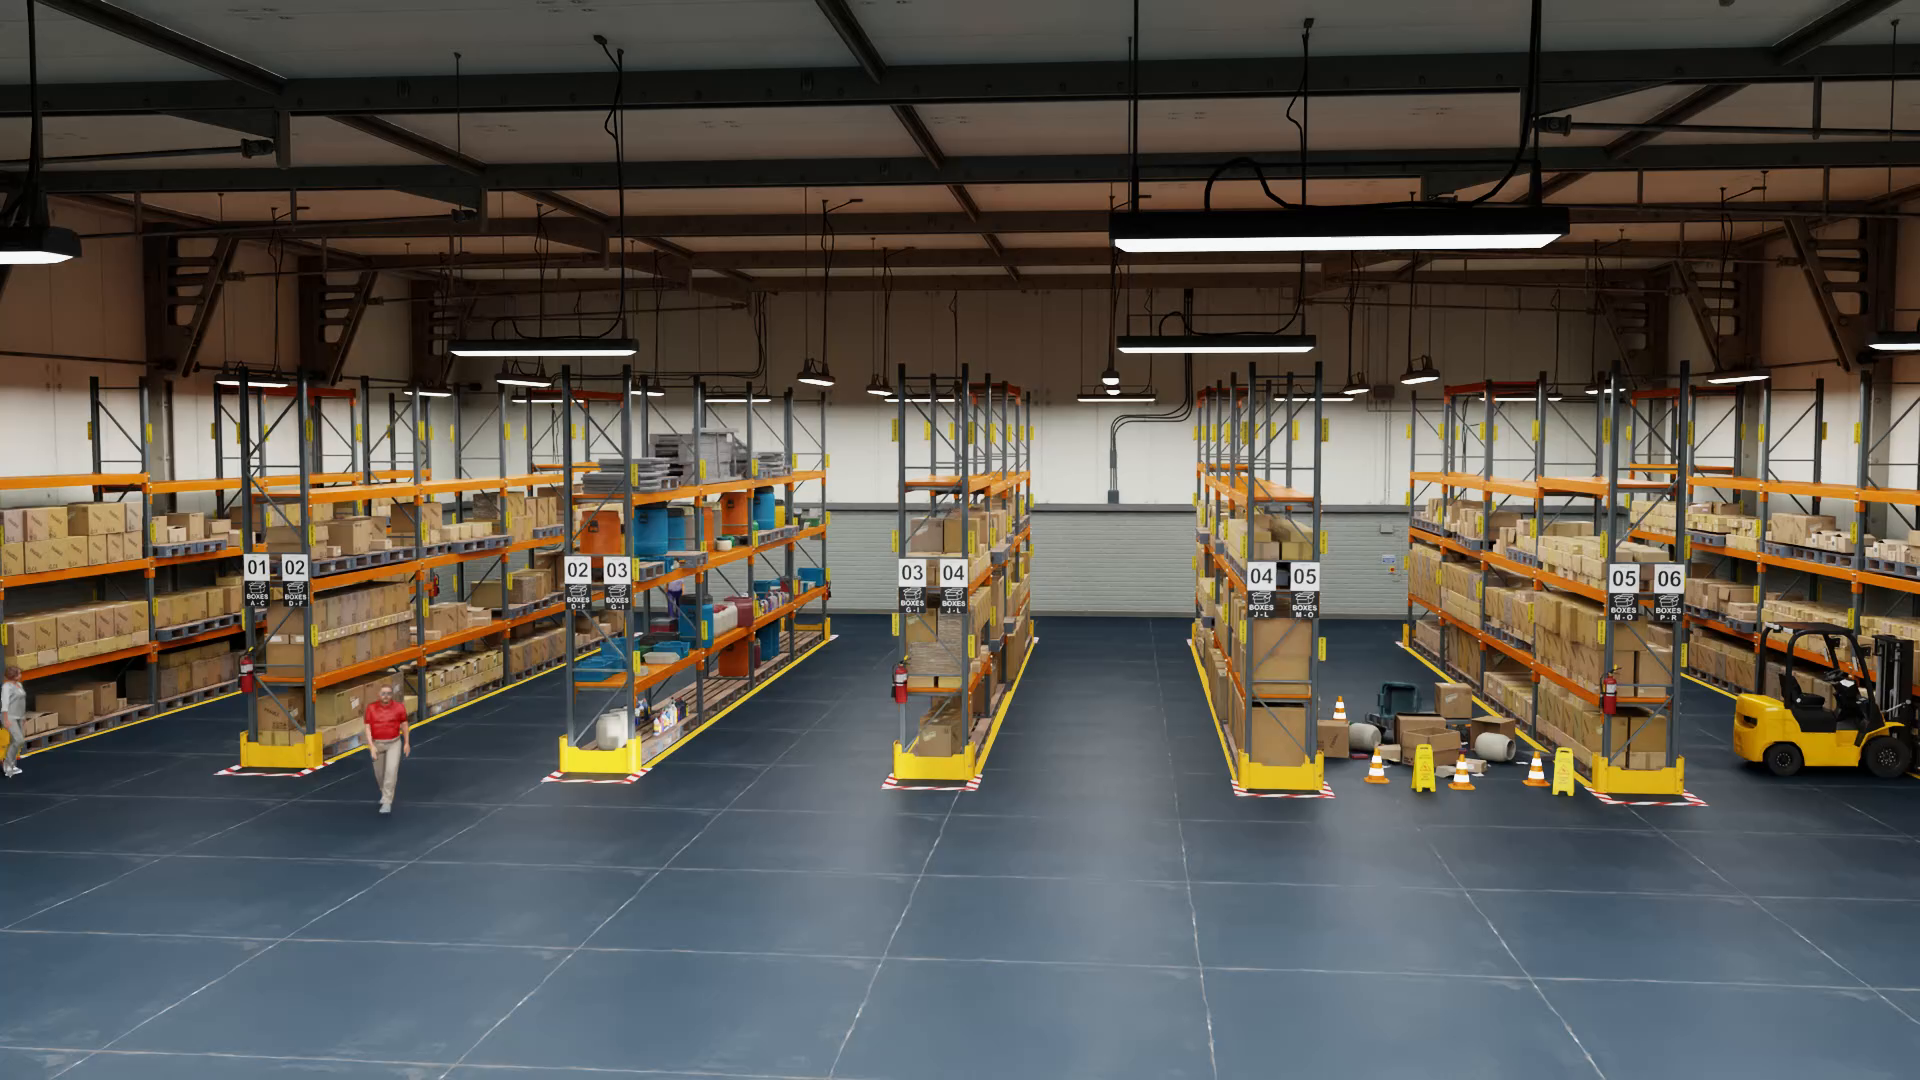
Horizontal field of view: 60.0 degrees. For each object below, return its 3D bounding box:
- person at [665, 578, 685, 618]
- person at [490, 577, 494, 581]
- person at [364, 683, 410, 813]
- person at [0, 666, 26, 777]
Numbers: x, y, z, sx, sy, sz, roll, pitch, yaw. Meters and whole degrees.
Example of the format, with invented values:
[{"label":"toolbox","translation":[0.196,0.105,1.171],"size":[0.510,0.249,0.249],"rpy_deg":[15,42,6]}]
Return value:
[{"label":"person","translation":[-7.404,1.422,43.151],"size":[0.516,1.561,1.066],"rpy_deg":[-1,4,-10]},{"label":"person","translation":[-11.101,1.665,39.872],"size":[0.533,1.567,0.734],"rpy_deg":[1,4,14]},{"label":"person","translation":[-7.616,2.735,22.046],"size":[0.546,1.661,1.029],"rpy_deg":[-1,4,-10]},{"label":"person","translation":[-13.828,2.637,24.302],"size":[0.420,1.608,0.448],"rpy_deg":[0,4,2]}]
